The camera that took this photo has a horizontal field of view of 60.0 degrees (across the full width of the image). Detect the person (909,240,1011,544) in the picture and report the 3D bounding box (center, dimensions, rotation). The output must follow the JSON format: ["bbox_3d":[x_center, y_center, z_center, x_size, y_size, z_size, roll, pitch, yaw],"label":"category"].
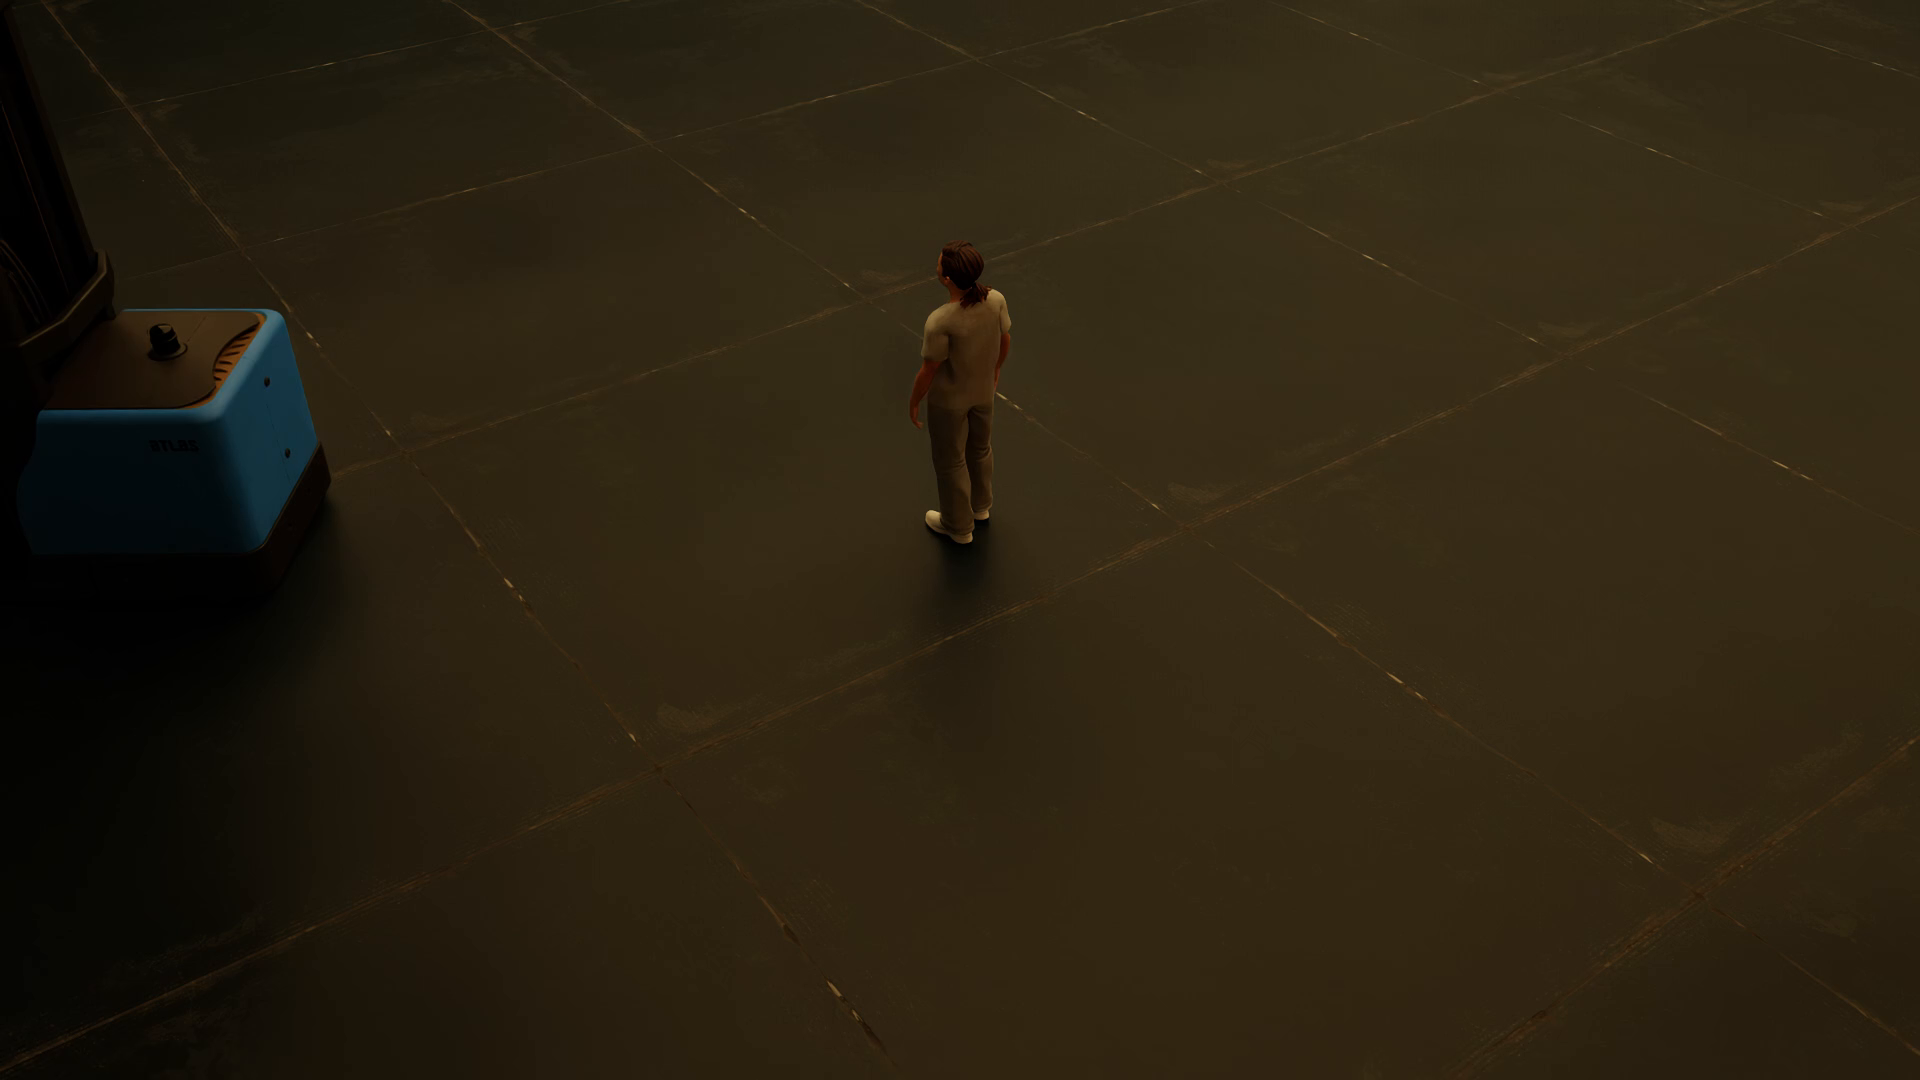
[{"bbox_3d":[-0.032,-0.720,7.962,0.549,1.673,0.548,-23,42,-28],"label":"person"}]

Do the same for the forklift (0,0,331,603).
[{"bbox_3d":[-4.802,-1.160,7.514,3.031,2.935,1.130,0,36,0],"label":"forklift"}]
